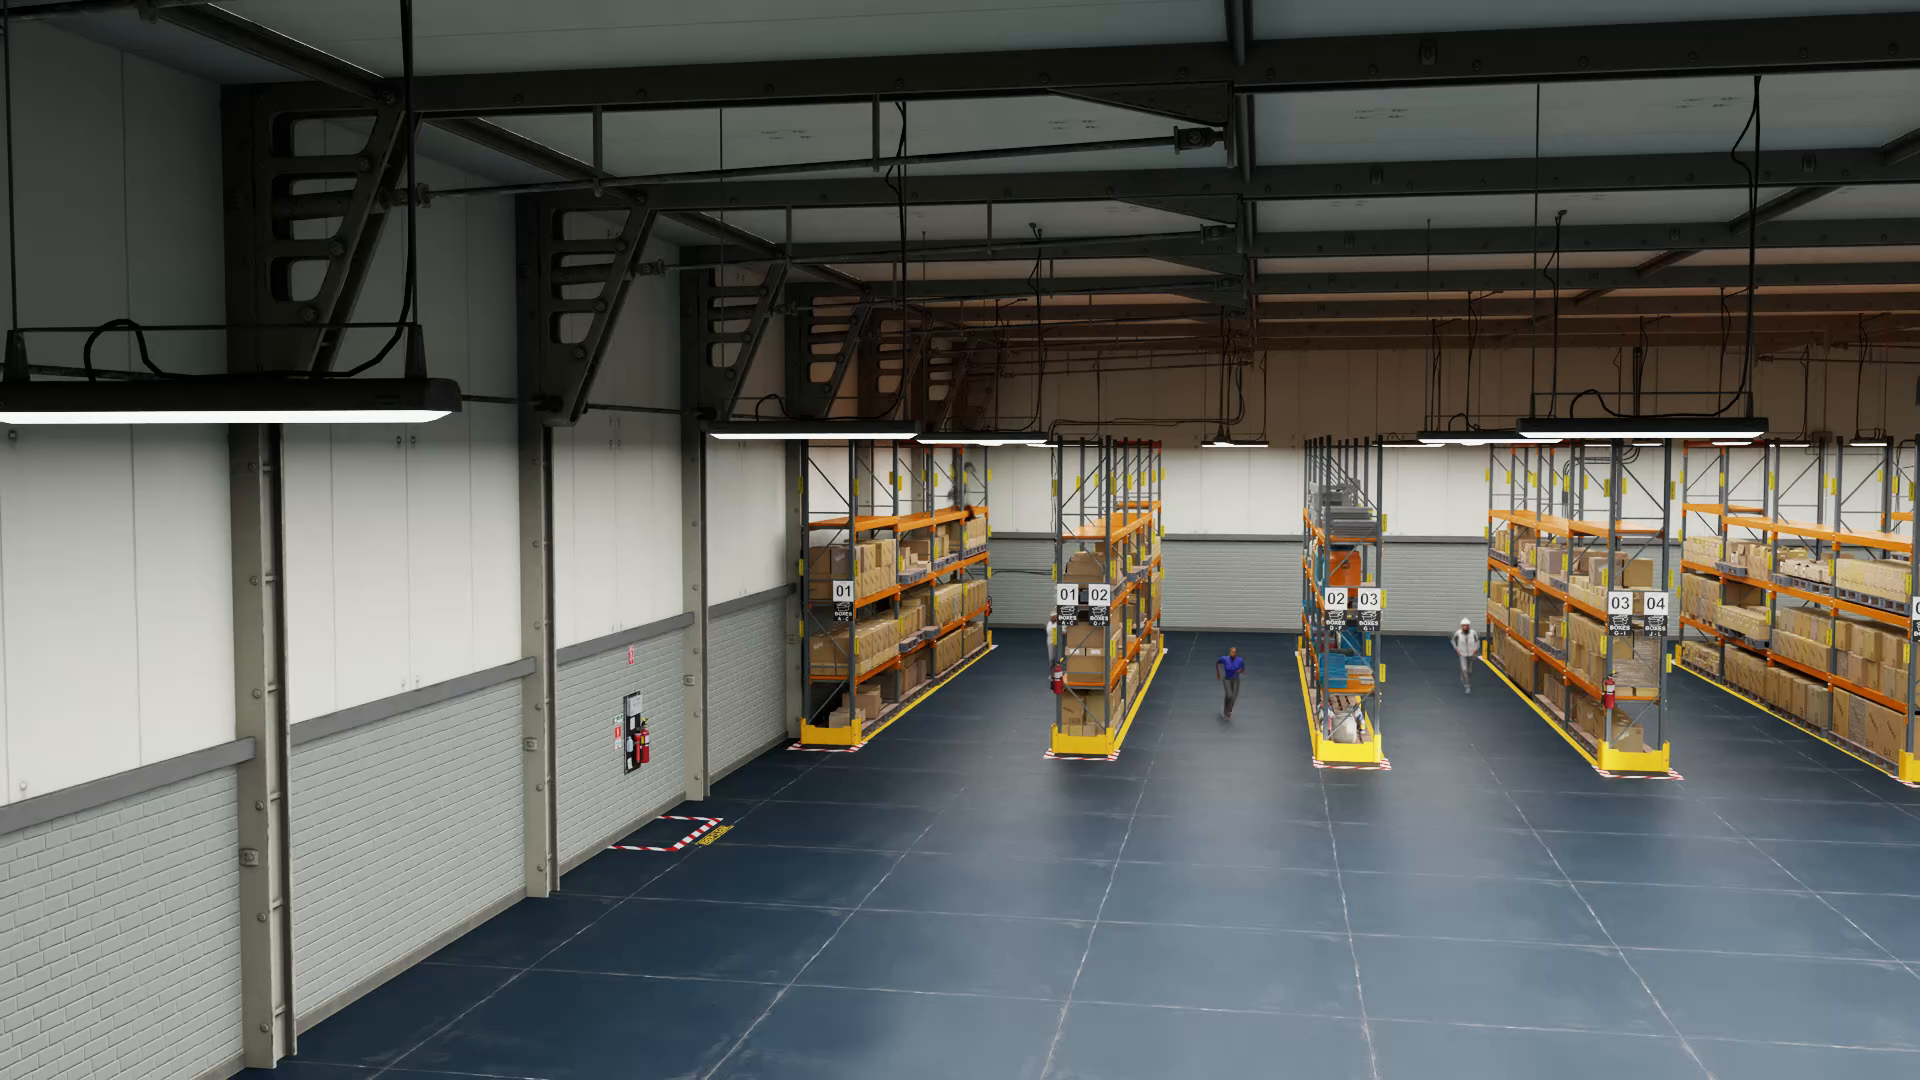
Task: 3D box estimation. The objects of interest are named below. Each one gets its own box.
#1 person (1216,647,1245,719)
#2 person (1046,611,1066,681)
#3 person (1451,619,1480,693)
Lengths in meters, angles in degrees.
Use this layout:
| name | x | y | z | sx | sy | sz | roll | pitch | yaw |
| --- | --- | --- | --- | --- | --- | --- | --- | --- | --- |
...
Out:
| name | x | y | z | sx | sy | sz | roll | pitch | yaw |
| --- | --- | --- | --- | --- | --- | --- | --- | --- | --- |
| person | 5.717 | 3.026 | 35.121 | 0.562 | 1.575 | 0.794 | 0 | 3 | -5 |
| person | 2.394 | 2.630 | 41.634 | 0.568 | 1.714 | 0.861 | 1 | 3 | 18 |
| person | 12.022 | 2.737 | 39.585 | 0.665 | 1.763 | 0.913 | 0 | 3 | 5 |
